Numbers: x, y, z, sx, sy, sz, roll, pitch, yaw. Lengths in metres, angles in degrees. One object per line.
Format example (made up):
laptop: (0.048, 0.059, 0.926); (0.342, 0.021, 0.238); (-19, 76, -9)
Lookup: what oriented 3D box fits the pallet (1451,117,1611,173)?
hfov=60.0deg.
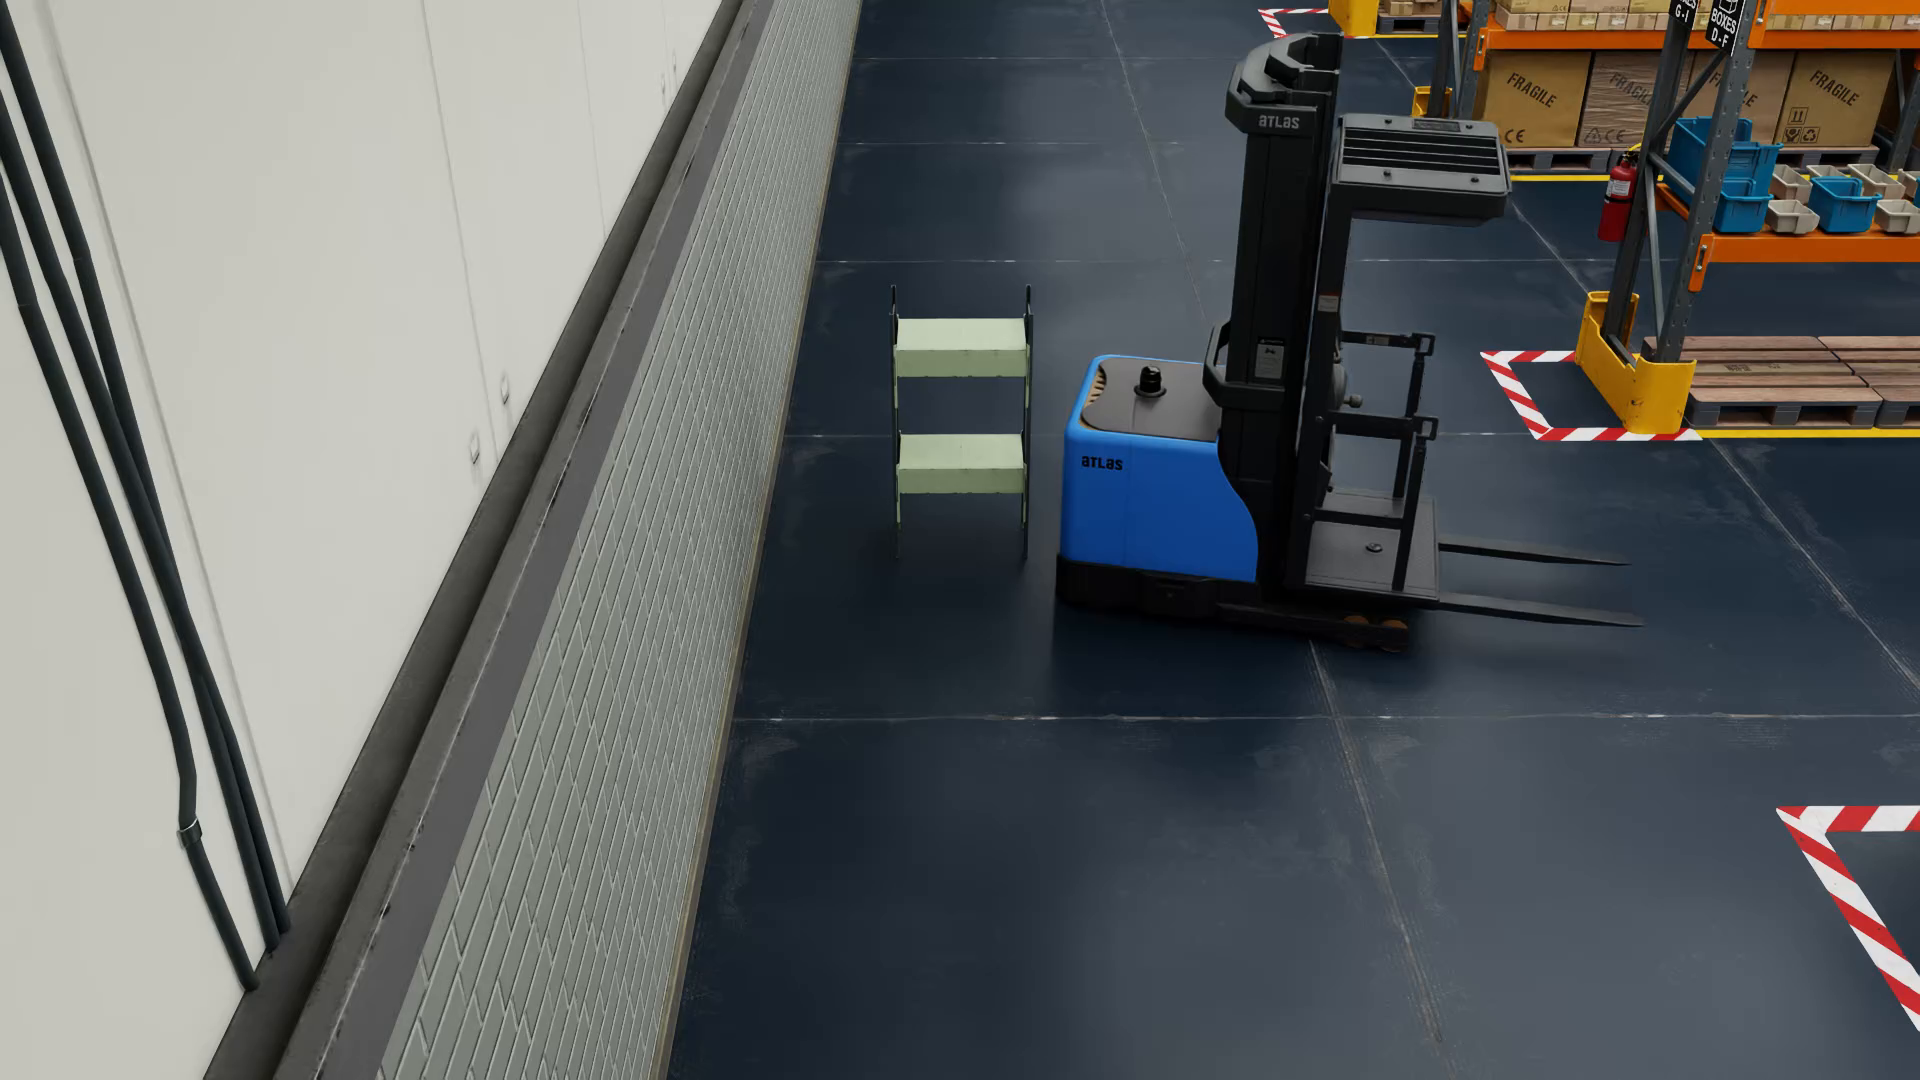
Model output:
pallet: (5.295, -3.697, 15.529); (1.213, 0.211, 1.003); (0, 31, 0)

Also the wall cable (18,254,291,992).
wall cable: (-1.072, 1.457, 1.556); (0.112, 2.526, 3.097); (0, 31, 0)

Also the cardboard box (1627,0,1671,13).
cardboard box: (6.000, -4.775, 14.476); (0.500, 0.250, 0.500); (-1, 31, -2)

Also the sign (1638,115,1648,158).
sign: (4.506, -2.632, 10.928); (0.005, 0.325, 0.100); (0, 31, 0)

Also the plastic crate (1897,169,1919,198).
plastic crate: (6.204, -2.304, 10.741); (0.250, 0.136, 0.298); (0, 31, 0)

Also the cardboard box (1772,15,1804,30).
cardboard box: (7.164, -4.577, 14.533); (0.250, 0.149, 0.380); (0, 31, 1)

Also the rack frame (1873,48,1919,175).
rack frame: (8.496, -4.859, 14.755); (0.127, 3.000, 1.000); (0, 31, 0)

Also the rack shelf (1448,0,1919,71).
rack shelf: (6.496, -4.545, 14.931); (4.000, 0.370, 1.077); (0, 31, 0)

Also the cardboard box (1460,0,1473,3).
cardboard box: (5.868, -6.338, 19.251); (0.250, 0.149, 0.380); (1, 31, 1)

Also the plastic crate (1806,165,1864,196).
plastic crate: (5.630, -2.280, 10.701); (0.243, 0.136, 0.396); (0, 31, 0)

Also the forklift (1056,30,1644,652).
forklift: (2.095, -0.971, 8.415); (3.031, 2.935, 1.130); (7, 32, 11)

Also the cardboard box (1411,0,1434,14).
cardboard box: (5.354, -6.259, 19.406); (0.250, 0.149, 0.380); (0, 31, 0)

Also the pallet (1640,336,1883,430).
pallet: (5.351, -1.067, 11.195); (1.213, 0.211, 1.003); (0, 31, 0)

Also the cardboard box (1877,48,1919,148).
cardboard box: (9.136, -4.142, 15.218); (0.875, 0.875, 1.225); (0, 31, 0)

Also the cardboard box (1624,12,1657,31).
cardboard box: (5.881, -4.573, 14.526); (0.250, 0.149, 0.380); (-1, 31, -1)

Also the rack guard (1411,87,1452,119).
rack guard: (4.472, -3.777, 15.383); (0.348, 0.500, 1.175); (0, 31, 0)

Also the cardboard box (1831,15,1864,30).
cardboard box: (7.679, -4.579, 14.536); (0.250, 0.149, 0.380); (-1, 31, -1)

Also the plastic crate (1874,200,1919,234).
plastic crate: (5.774, -1.980, 10.207); (0.298, 0.136, 0.250); (0, 31, 0)

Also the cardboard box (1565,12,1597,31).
cardboard box: (5.366, -4.571, 14.524); (0.250, 0.149, 0.380); (-1, 31, -1)

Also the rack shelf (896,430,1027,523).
rack shelf: (0.007, -0.363, 9.419); (0.720, 0.370, 0.431); (0, 31, 0)

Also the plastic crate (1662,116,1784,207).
plastic crate: (4.860, -2.416, 10.637); (0.499, 0.435, 0.616); (0, 31, 0)

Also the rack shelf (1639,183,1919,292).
rack shelf: (6.526, -1.976, 10.697); (4.000, 0.370, 1.077); (0, 31, 0)

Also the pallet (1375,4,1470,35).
pallet: (5.456, -6.211, 19.673); (1.213, 0.211, 1.003); (0, 31, 0)

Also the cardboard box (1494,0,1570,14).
cardboard box: (4.978, -4.771, 14.468); (0.500, 0.250, 0.500); (-1, 31, -2)

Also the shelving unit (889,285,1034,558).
shelving unit: (0.007, -0.641, 9.250); (0.755, 1.500, 0.431); (0, 31, 0)

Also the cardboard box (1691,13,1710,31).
cardboard box: (6.391, -4.574, 14.529); (0.250, 0.149, 0.380); (-1, 31, -2)

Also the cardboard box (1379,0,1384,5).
cardboard box: (5.092, -6.490, 19.787); (0.250, 0.149, 0.380); (0, 31, 1)

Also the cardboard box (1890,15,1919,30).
cardboard box: (8.193, -4.580, 14.539); (0.250, 0.149, 0.380); (0, 31, 0)

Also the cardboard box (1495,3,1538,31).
cardboard box: (4.853, -4.569, 14.519); (0.250, 0.149, 0.380); (0, 31, 0)

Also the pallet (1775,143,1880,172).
pallet: (7.735, -3.705, 15.541); (1.213, 0.211, 1.003); (0, 31, 0)

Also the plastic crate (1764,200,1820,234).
plastic crate: (5.096, -1.978, 10.204); (0.298, 0.136, 0.250); (0, 31, 0)

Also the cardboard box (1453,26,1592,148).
cardboard box: (5.136, -4.161, 15.248); (0.875, 0.875, 0.875); (0, 31, 0)

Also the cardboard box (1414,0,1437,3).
cardboard box: (5.367, -6.347, 19.265); (0.250, 0.149, 0.380); (0, 31, -1)

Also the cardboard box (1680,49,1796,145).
cardboard box: (6.935, -4.166, 15.258); (0.875, 0.875, 0.875); (0, 31, 0)

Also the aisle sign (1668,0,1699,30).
aisle sign: (4.452, -3.540, 10.076); (0.004, 0.787, 0.394); (0, 31, 0)

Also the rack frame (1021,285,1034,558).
rack frame: (0.373, -0.642, 9.252); (0.023, 1.500, 0.400); (0, 31, 0)
